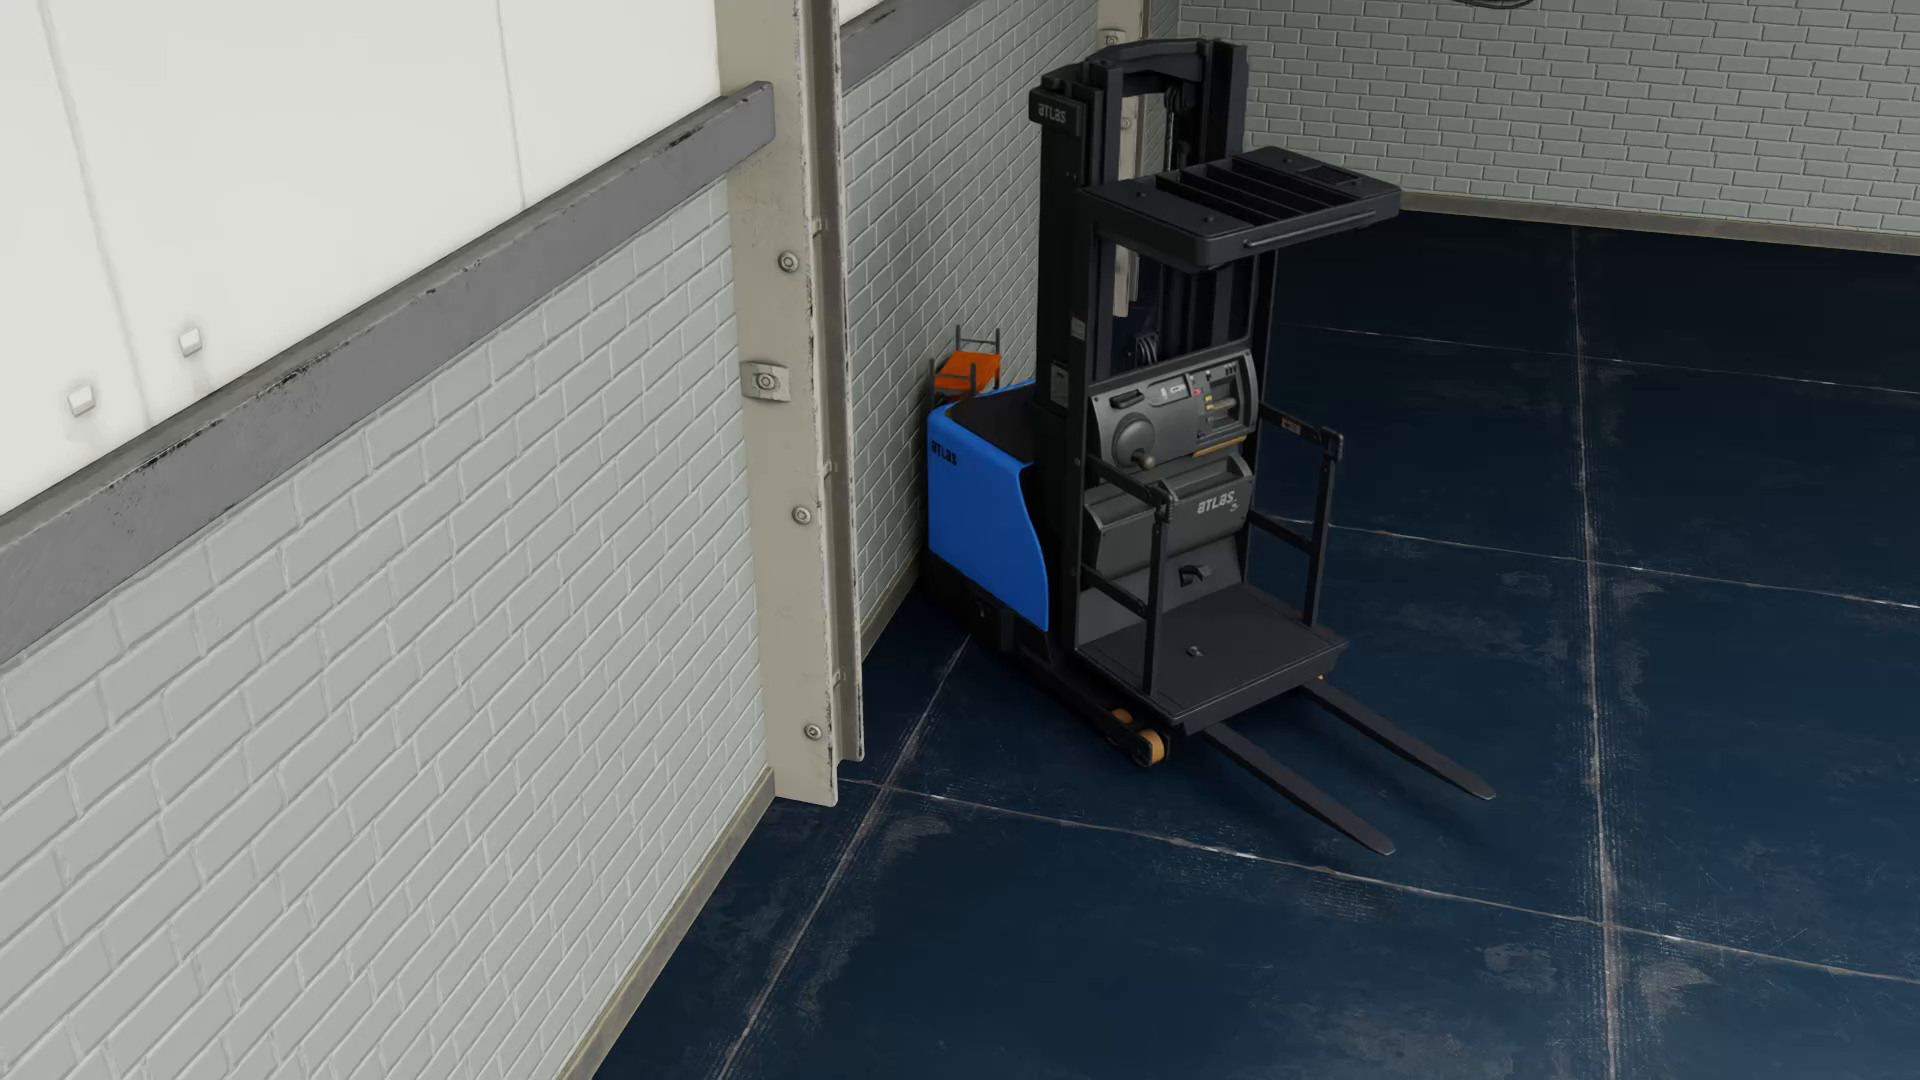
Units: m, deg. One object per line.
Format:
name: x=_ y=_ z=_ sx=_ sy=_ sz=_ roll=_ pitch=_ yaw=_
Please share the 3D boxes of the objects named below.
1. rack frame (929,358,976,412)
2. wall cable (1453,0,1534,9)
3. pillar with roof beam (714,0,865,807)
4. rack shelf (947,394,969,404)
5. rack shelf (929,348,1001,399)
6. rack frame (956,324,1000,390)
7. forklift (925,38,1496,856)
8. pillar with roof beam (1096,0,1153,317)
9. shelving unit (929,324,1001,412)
rack frame: x=-0.035 y=-0.377 z=8.686 sx=0.240 sy=1.200 sz=0.015 roll=7 pitch=30 yaw=14
wall cable: x=3.256 y=-5.505 z=13.084 sx=3.097 sy=2.526 sz=0.112 roll=8 pitch=30 yaw=15
pillar with roof beam: x=3.481 y=-2.279 z=4.090 sx=9.100 sy=9.000 sz=0.400 roll=8 pitch=30 yaw=15
rack shelf: x=0.031 y=-0.628 z=8.817 sx=0.258 sy=0.148 sz=0.480 roll=7 pitch=30 yaw=14
rack shelf: x=0.029 y=-0.835 z=8.704 sx=0.258 sy=0.148 sz=0.480 roll=7 pitch=30 yaw=14
rack frame: x=0.097 y=-0.603 z=9.098 sx=0.240 sy=1.200 sz=0.015 roll=7 pitch=30 yaw=14
forklift: x=1.080 y=-0.537 z=7.201 sx=1.130 sy=2.935 sz=3.031 roll=-19 pitch=34 yaw=-30
pillar with roof beam: x=5.242 y=-5.067 z=9.103 sx=9.100 sy=9.000 sz=0.400 roll=8 pitch=30 yaw=15
shelving unit: x=0.031 y=-0.490 z=8.892 sx=0.258 sy=1.200 sz=0.503 roll=7 pitch=30 yaw=14
